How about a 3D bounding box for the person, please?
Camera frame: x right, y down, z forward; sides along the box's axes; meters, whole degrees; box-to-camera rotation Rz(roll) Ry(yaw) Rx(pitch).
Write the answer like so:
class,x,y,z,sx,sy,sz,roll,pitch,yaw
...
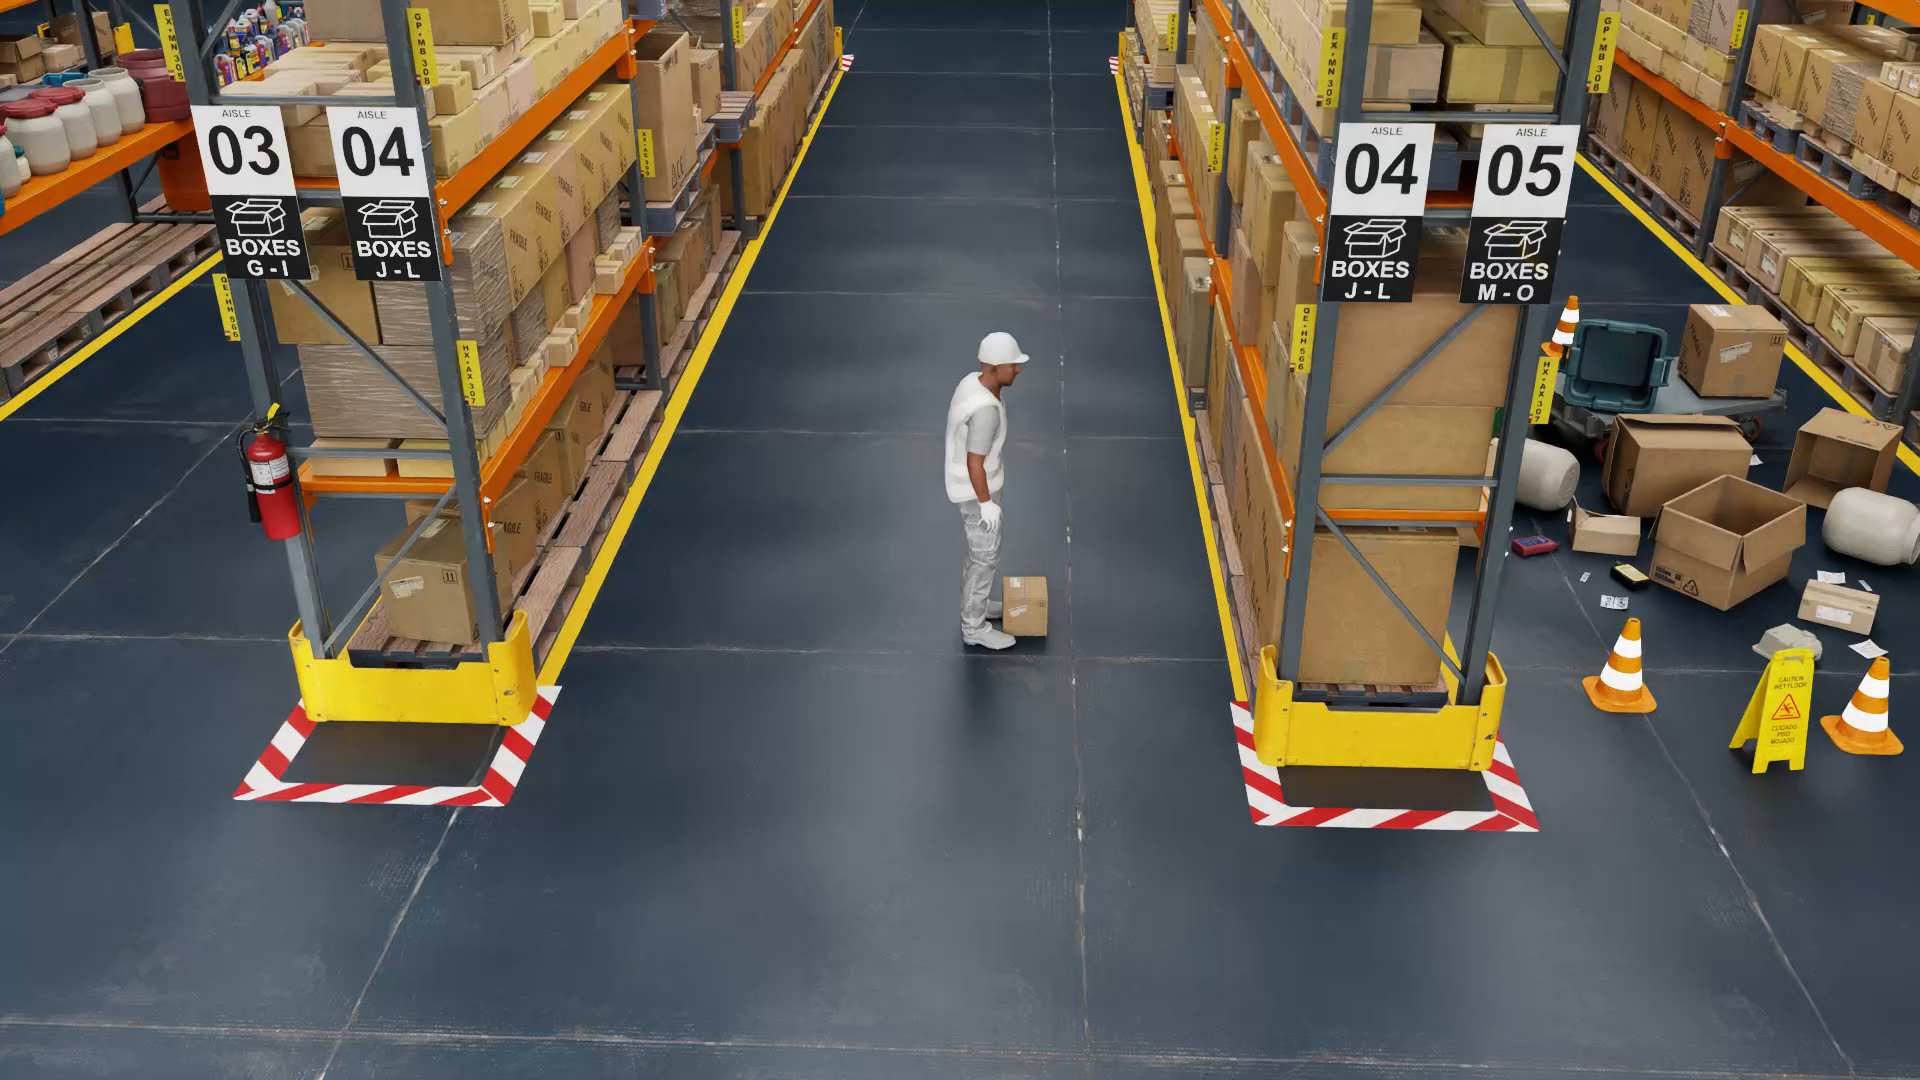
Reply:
class,x,y,z,sx,sy,sz,roll,pitch,yaw
person,0.142,-0.291,9.163,0.450,1.774,0.617,1,28,2
